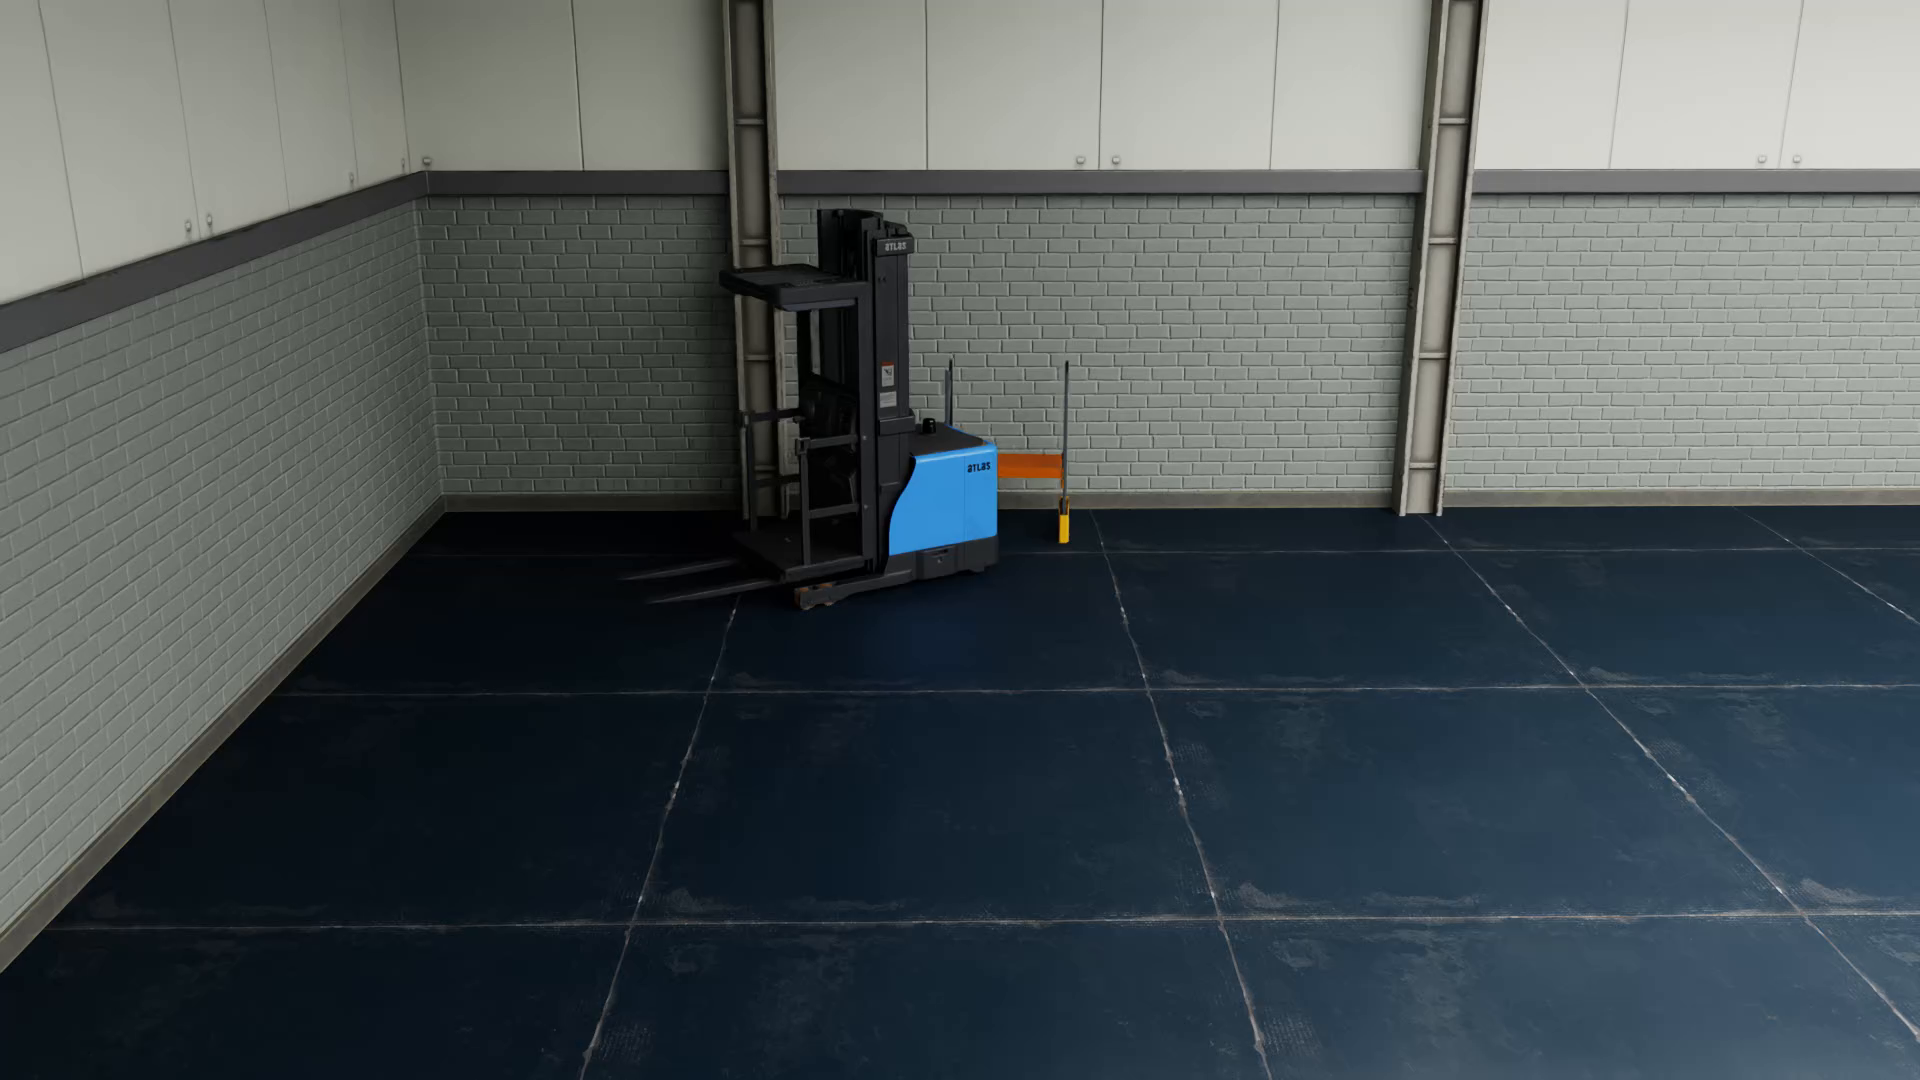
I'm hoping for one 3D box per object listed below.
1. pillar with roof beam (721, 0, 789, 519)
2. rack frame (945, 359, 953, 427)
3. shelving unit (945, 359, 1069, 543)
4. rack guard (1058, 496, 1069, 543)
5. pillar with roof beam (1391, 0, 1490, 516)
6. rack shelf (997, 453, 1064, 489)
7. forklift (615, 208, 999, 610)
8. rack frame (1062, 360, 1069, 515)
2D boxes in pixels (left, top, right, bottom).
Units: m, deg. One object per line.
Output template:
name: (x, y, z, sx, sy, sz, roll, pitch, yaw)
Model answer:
pillar with roof beam: (-1.712, -3.210, 9.822, 0.400, 9.000, 9.100, 0, 18, -1)
rack frame: (-0.097, -0.798, 14.579, 0.032, 1.500, 0.500, 1, 18, 3)
shelving unit: (0.420, -0.788, 14.549, 1.083, 1.500, 0.587, 1, 18, 3)
rack guard: (0.917, -0.184, 14.710, 0.087, 0.250, 0.587, 1, 18, 3)
pillar with roof beam: (4.287, -3.239, 9.913, 0.400, 9.000, 9.100, 0, 18, -1)
rack shelf: (0.410, -0.617, 14.604, 1.000, 0.185, 0.538, 1, 18, 3)
forklift: (-1.210, -1.040, 12.990, 3.031, 2.935, 1.130, -10, 21, -29)
rack frame: (0.918, -0.779, 14.519, 0.032, 1.500, 0.500, 1, 18, 3)
